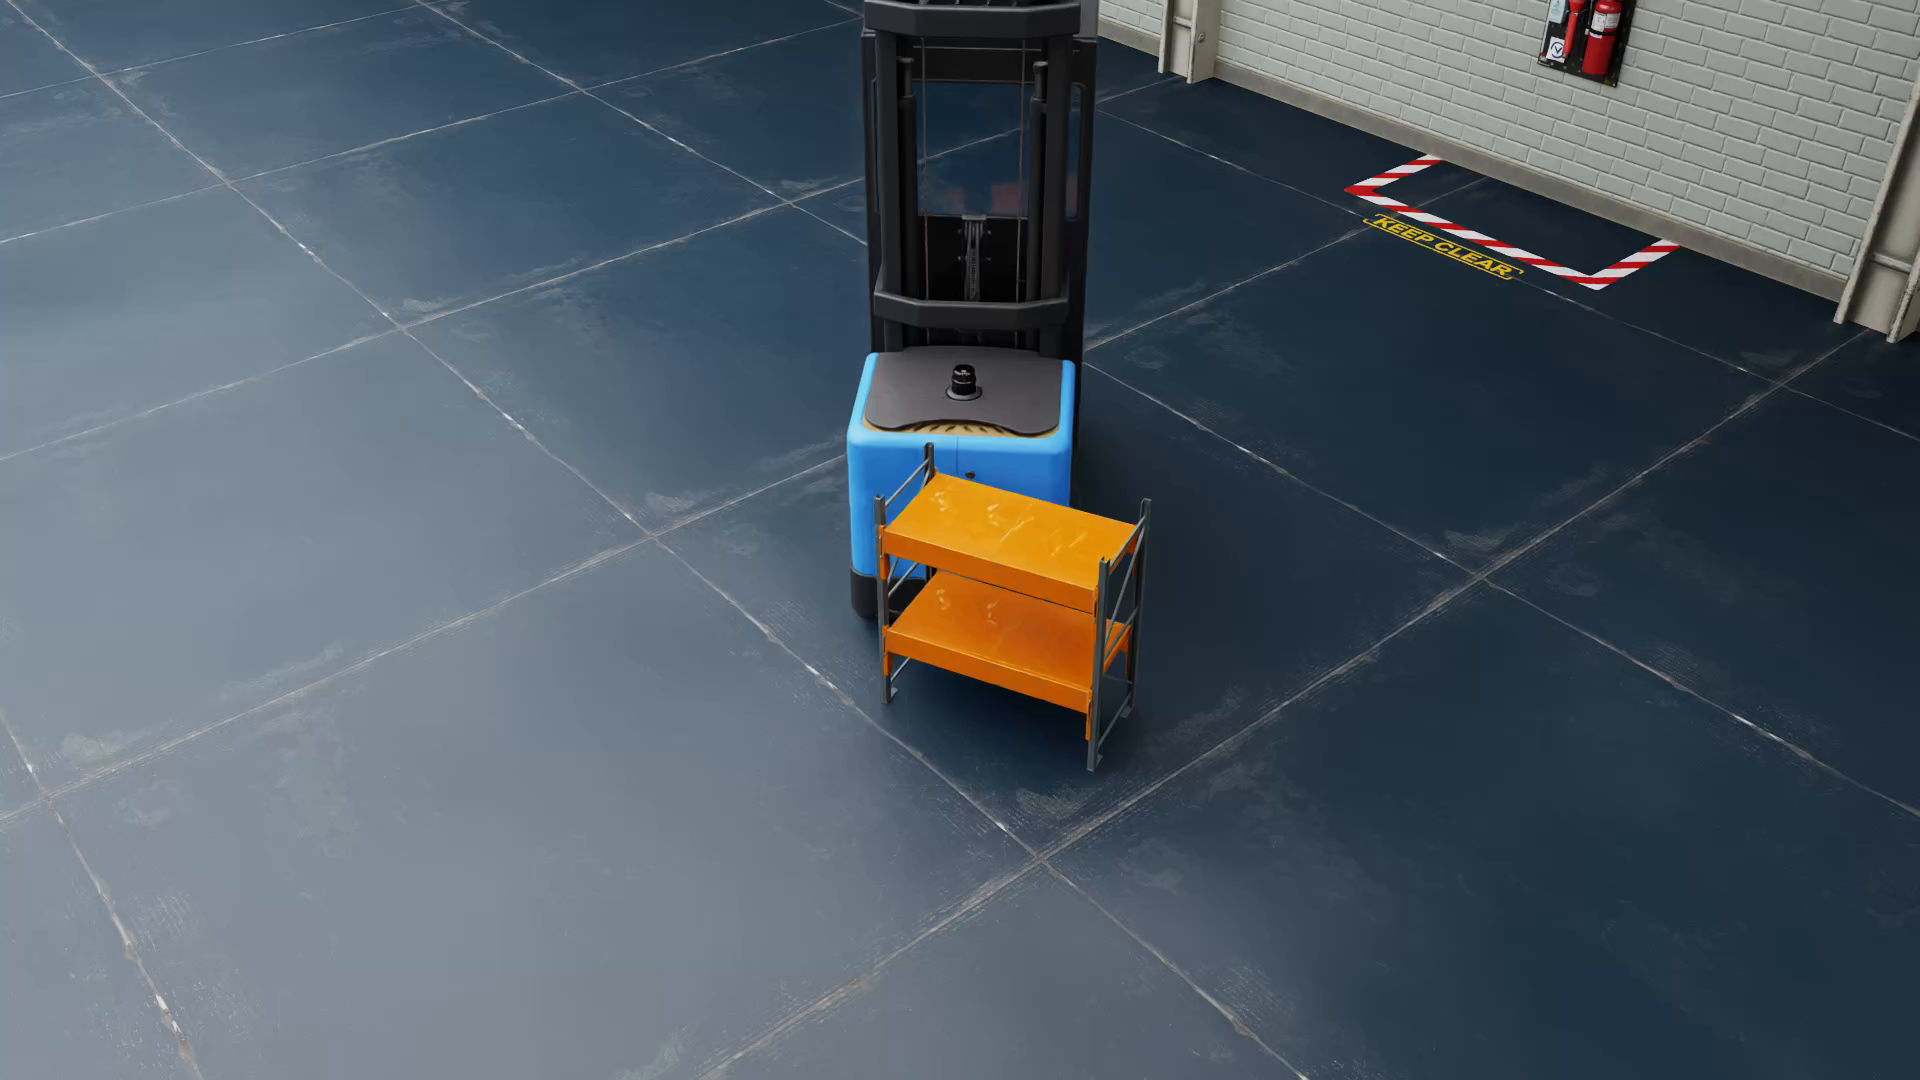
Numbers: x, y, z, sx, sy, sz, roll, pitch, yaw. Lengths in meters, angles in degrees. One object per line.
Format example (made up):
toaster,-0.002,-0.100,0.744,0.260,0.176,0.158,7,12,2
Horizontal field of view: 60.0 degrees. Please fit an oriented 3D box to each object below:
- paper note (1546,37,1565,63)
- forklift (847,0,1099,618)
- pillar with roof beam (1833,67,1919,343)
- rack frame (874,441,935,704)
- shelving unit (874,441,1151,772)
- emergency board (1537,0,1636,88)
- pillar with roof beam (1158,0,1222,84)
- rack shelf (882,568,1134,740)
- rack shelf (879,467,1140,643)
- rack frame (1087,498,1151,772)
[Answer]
paper note,4.197,-3.444,11.681,0.016,0.148,0.142,-26,43,-32
forklift,0.107,-1.622,8.406,1.130,2.935,3.031,3,35,4
pillar with roof beam,2.536,-3.437,5.718,9.100,9.000,0.400,-26,43,-32
rack frame,-0.237,0.158,7.455,0.032,1.125,0.500,16,38,21
shelving unit,0.219,0.287,7.273,1.048,1.125,0.538,16,38,21
emergency board,4.259,-3.699,11.279,0.194,1.169,0.643,-26,43,-32
pillar with roof beam,-1.336,-6.086,9.458,9.100,9.000,0.400,-26,43,-32
rack shelf,0.219,0.487,7.414,1.000,0.278,0.538,16,38,21
rack shelf,0.219,0.048,7.103,1.000,0.278,0.538,16,38,21
rack frame,0.676,0.416,7.090,0.032,1.125,0.500,16,38,21
